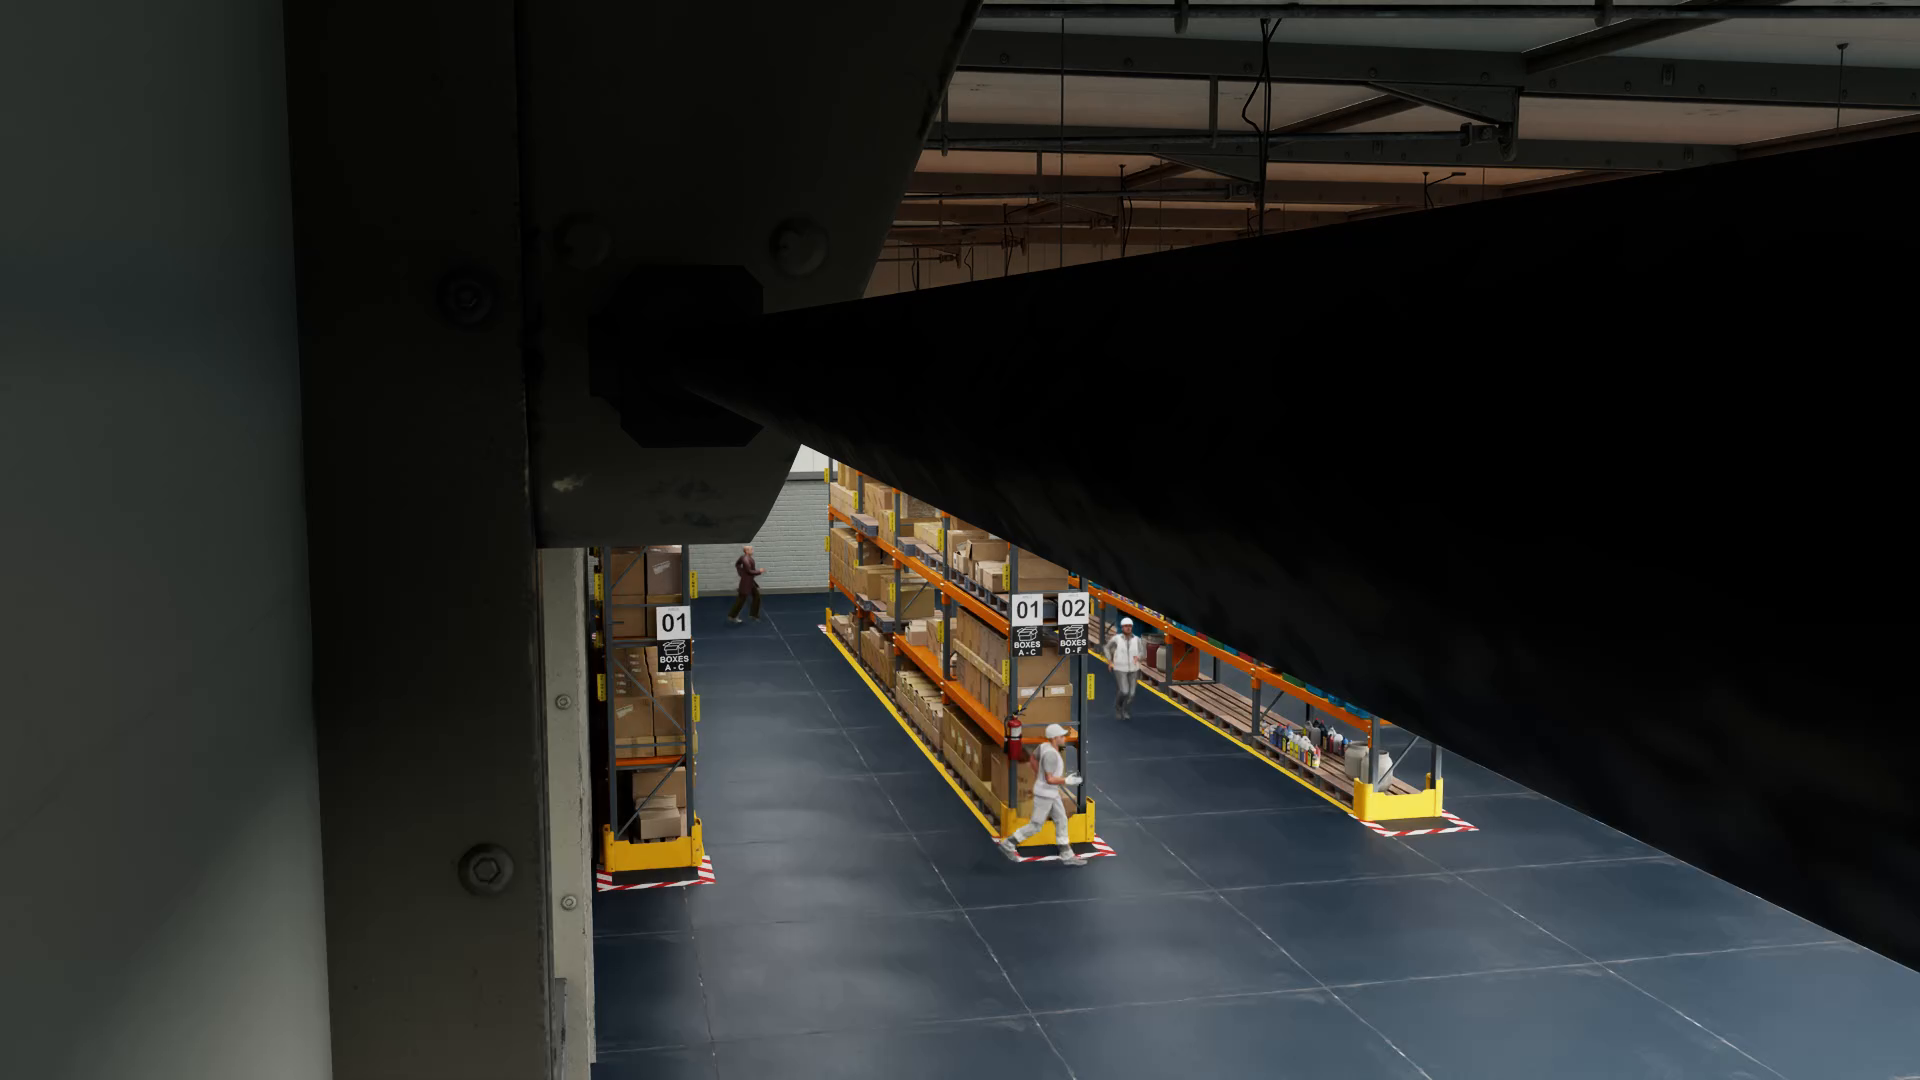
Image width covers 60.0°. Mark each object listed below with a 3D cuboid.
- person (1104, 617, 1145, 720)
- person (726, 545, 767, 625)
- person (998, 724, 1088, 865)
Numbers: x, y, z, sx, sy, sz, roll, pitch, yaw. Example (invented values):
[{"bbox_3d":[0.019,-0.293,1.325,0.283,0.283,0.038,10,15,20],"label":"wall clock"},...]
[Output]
[{"bbox_3d":[2.778,2.163,27.742,0.631,1.732,0.648,-2,7,-14],"label":"person"},{"bbox_3d":[-4.789,1.021,37.335,0.929,1.847,0.689,0,7,-4],"label":"person"},{"bbox_3d":[0.997,3.061,19.966,1.070,1.750,0.643,1,7,9],"label":"person"}]
